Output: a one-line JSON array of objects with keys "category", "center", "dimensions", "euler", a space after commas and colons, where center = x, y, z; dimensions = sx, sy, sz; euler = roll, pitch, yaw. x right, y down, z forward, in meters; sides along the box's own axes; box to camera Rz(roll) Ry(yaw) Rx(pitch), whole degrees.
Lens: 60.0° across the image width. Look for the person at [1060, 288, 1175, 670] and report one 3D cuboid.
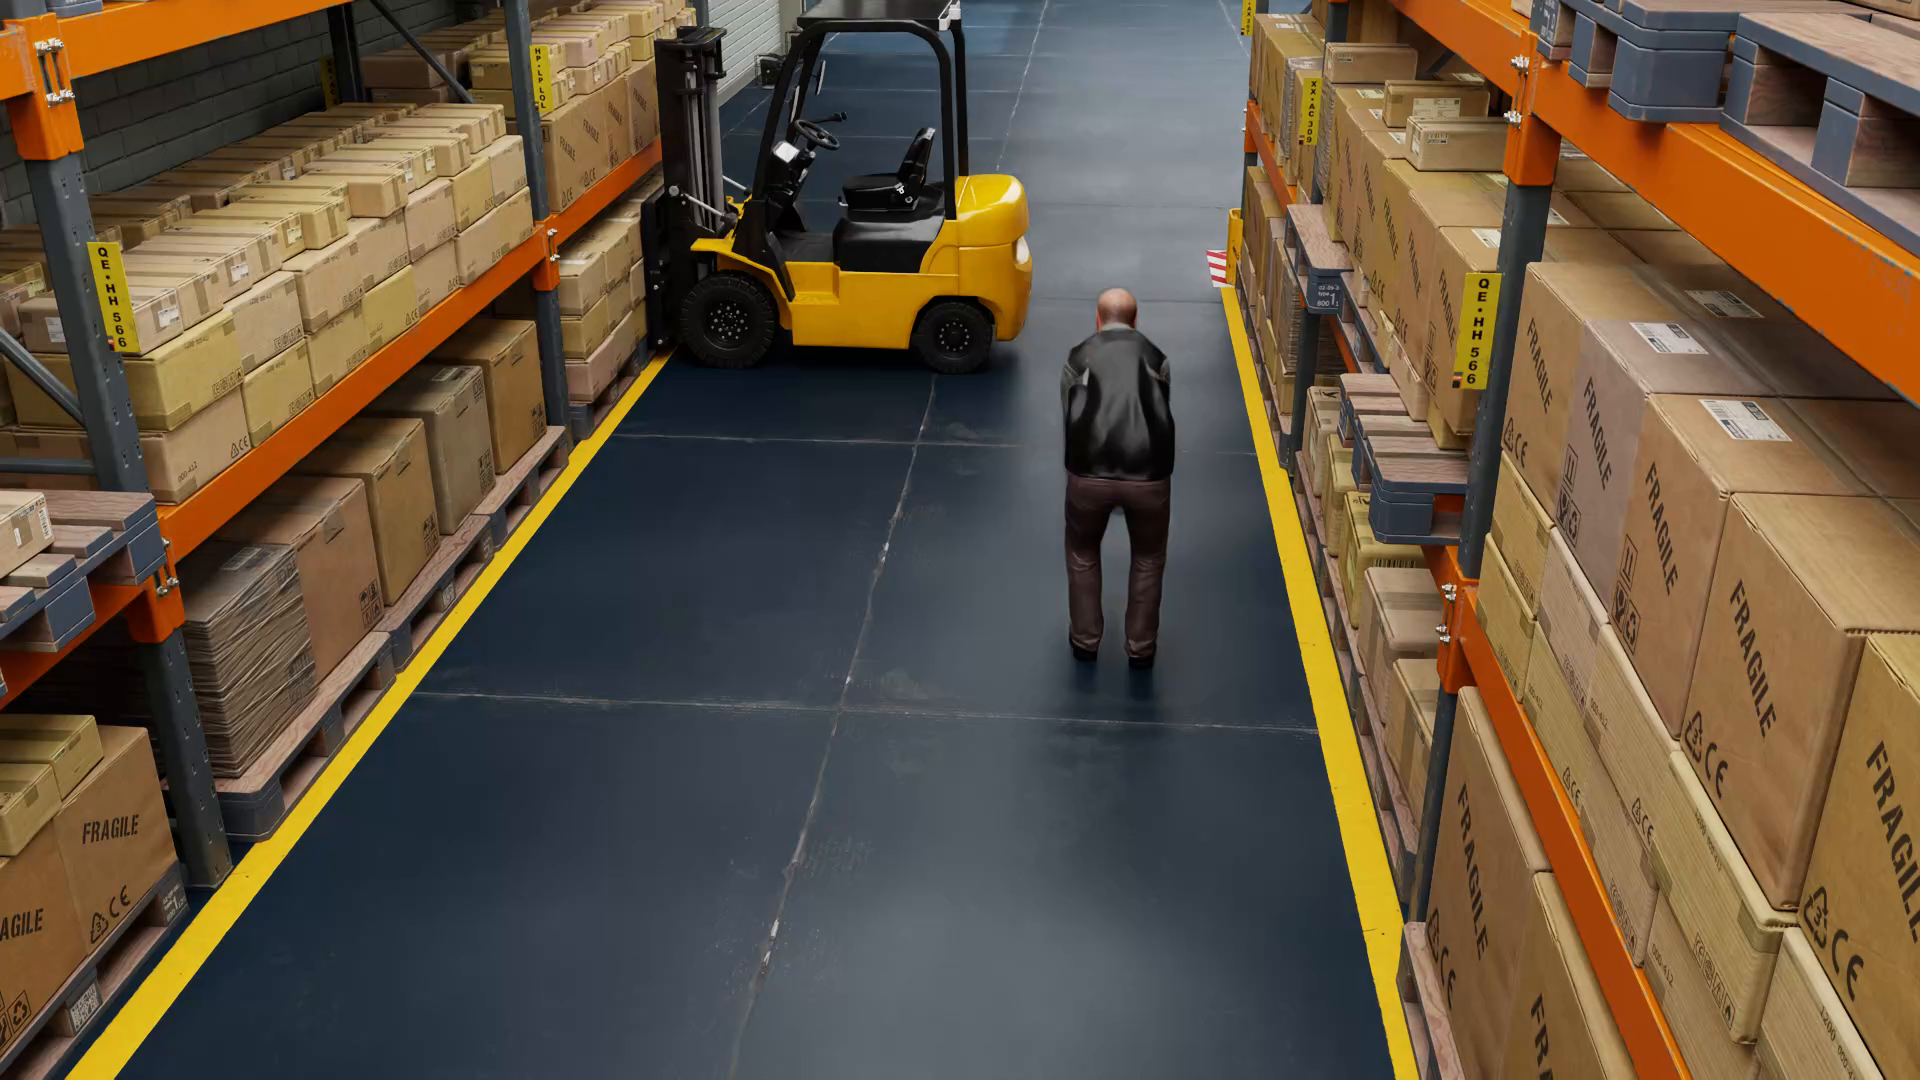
[{"category": "person", "center": [0.645, -0.252, 6.982], "dimensions": [0.468, 1.486, 0.800], "euler": [1, 24, 3]}]
